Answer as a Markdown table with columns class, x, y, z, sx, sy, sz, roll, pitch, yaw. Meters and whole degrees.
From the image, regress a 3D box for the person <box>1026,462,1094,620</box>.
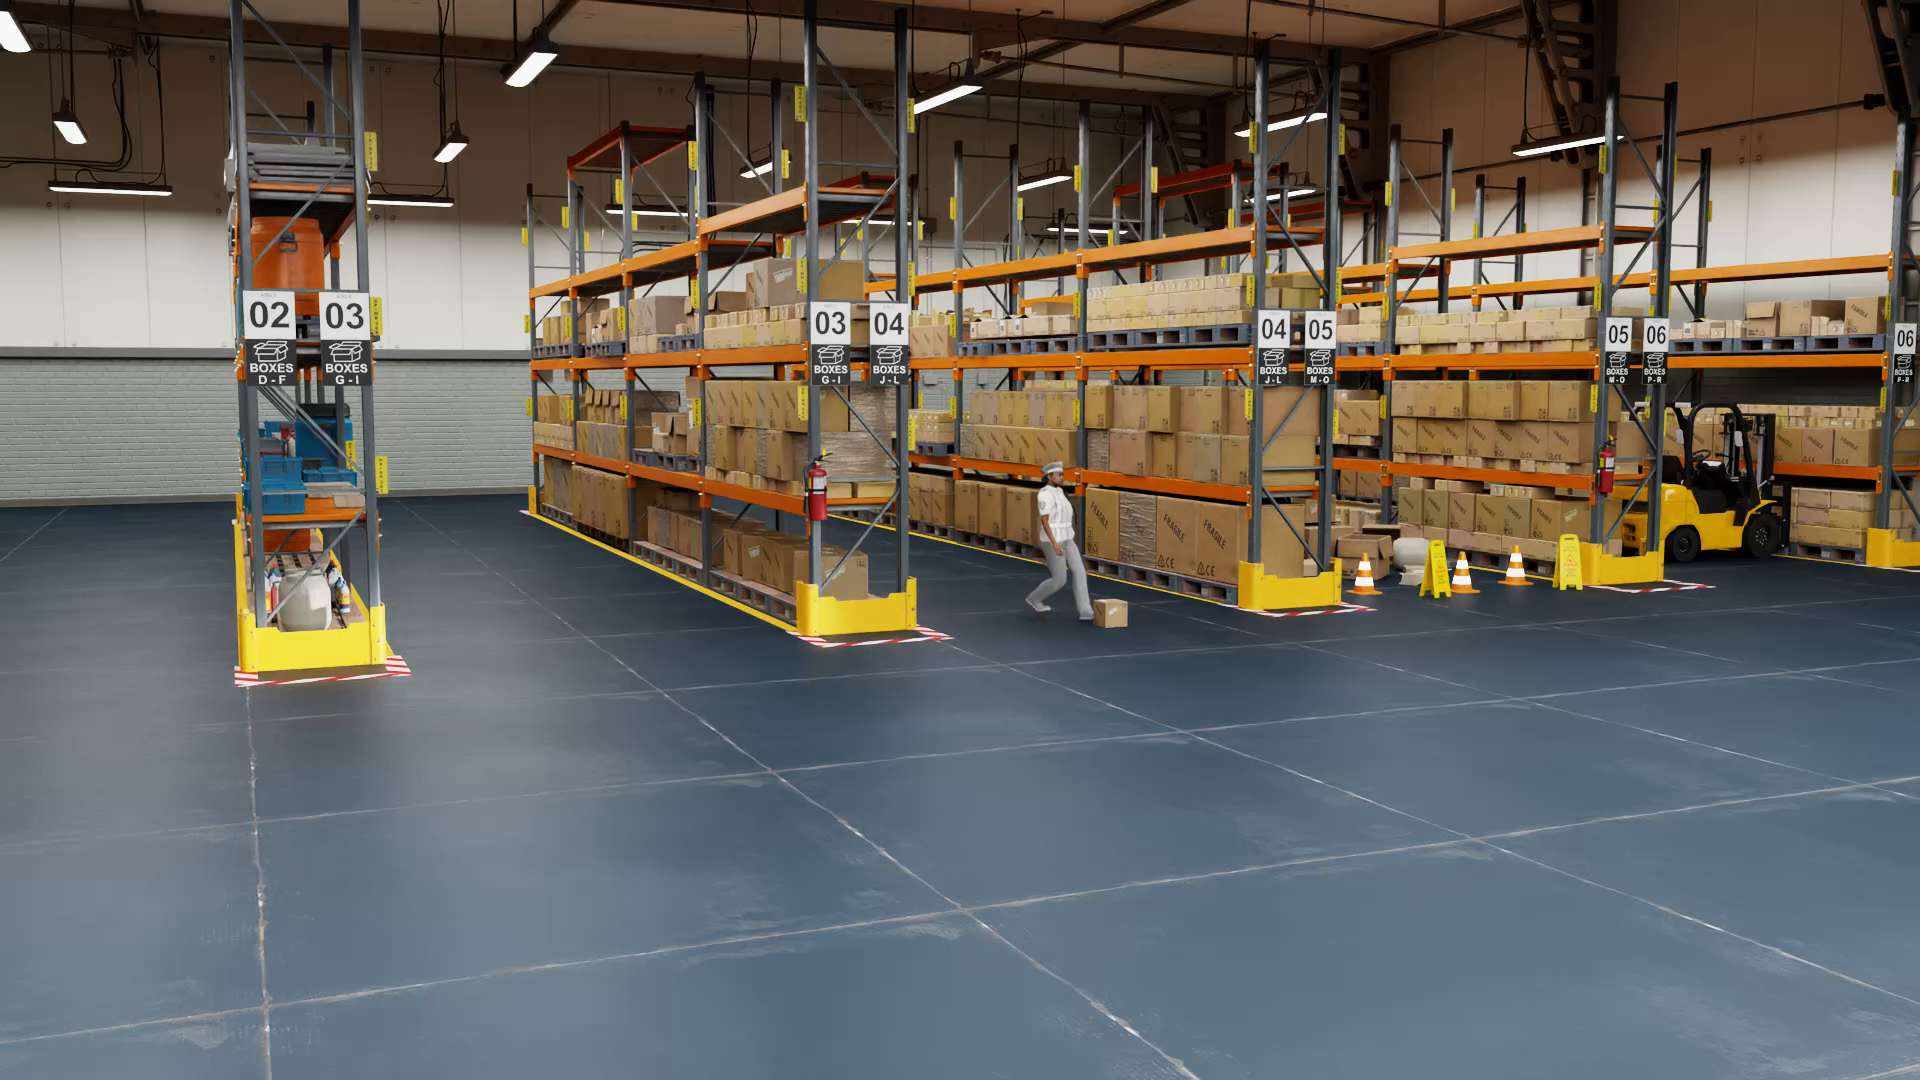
| class | x | y | z | sx | sy | sz | roll | pitch | yaw |
| --- | --- | --- | --- | --- | --- | --- | --- | --- | --- |
| person | 1.088 | 0.010 | 17.027 | 0.878 | 1.616 | 0.497 | 4 | 7 | 36 |
